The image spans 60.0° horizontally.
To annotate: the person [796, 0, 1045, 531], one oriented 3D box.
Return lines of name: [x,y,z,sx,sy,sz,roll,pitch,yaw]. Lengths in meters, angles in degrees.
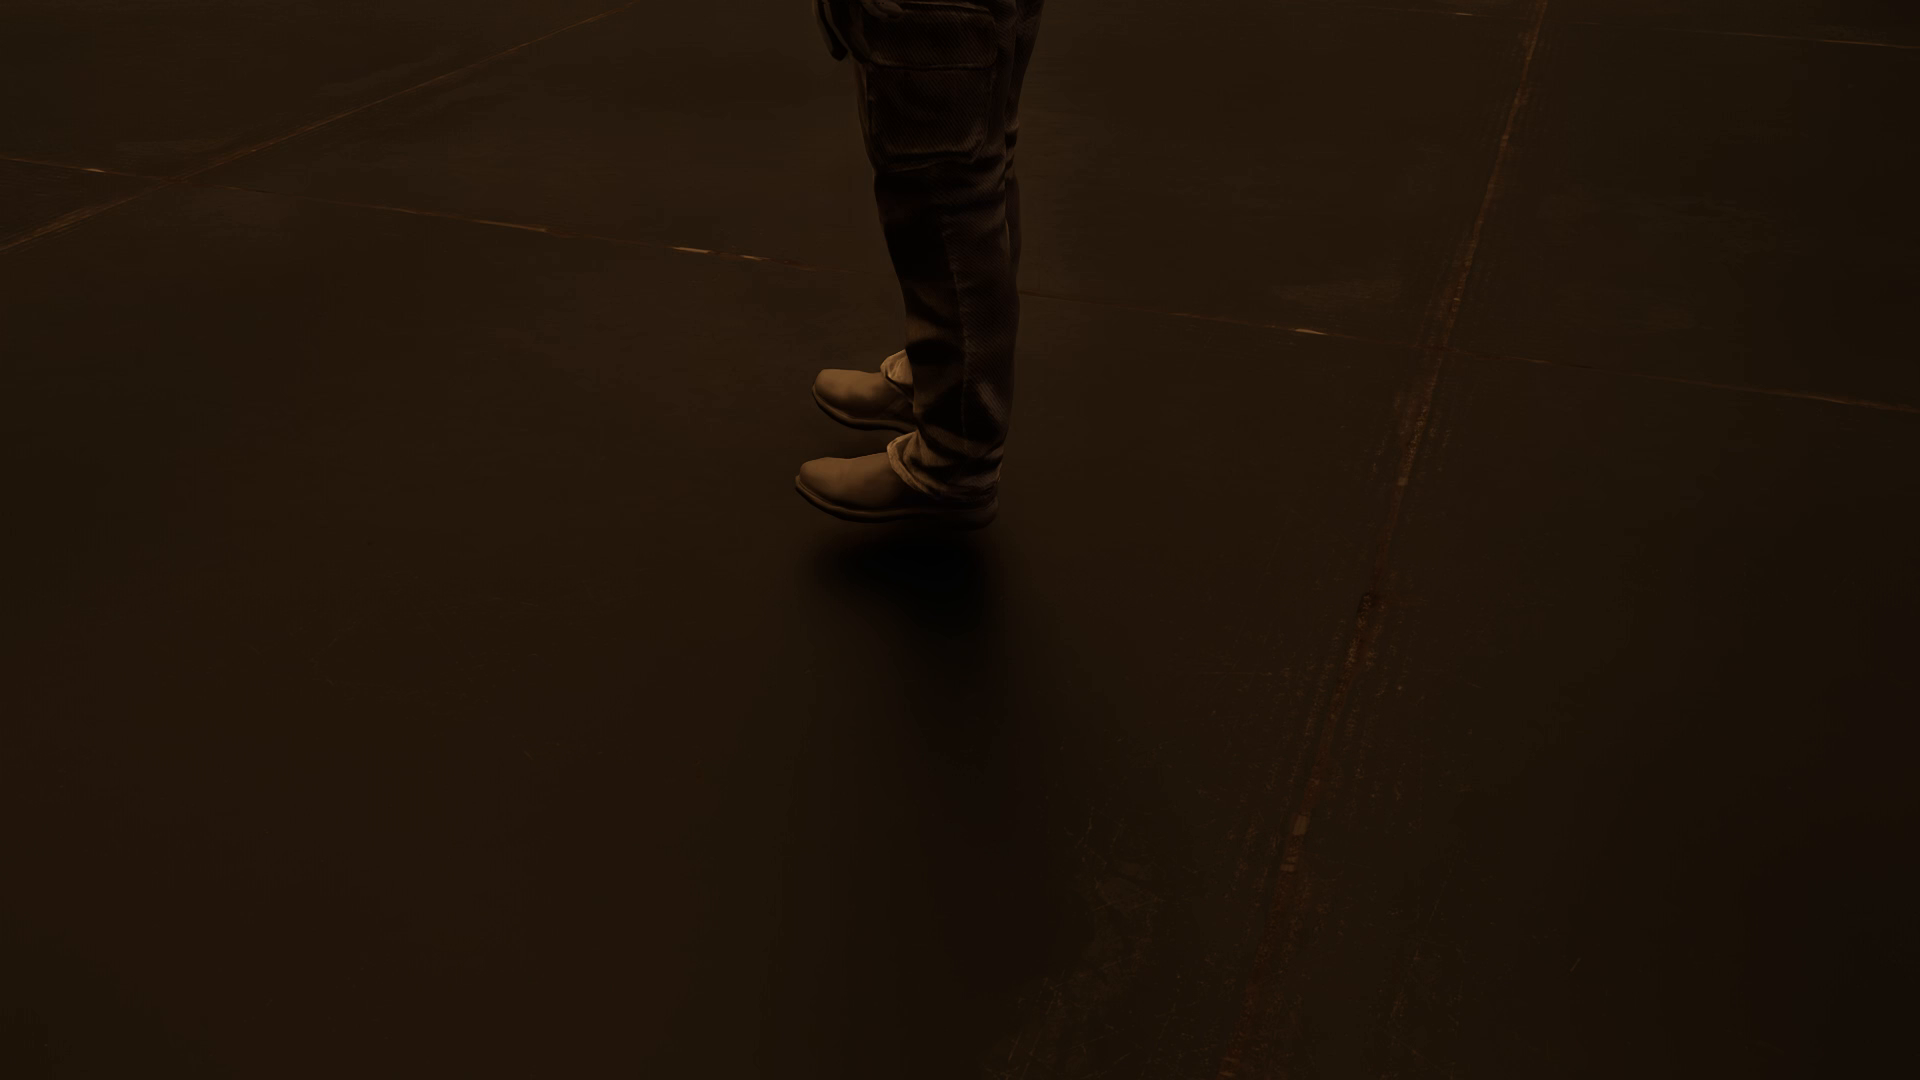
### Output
person: [-0.065,-0.833,2.065,0.575,1.784,0.656,10,31,18]
